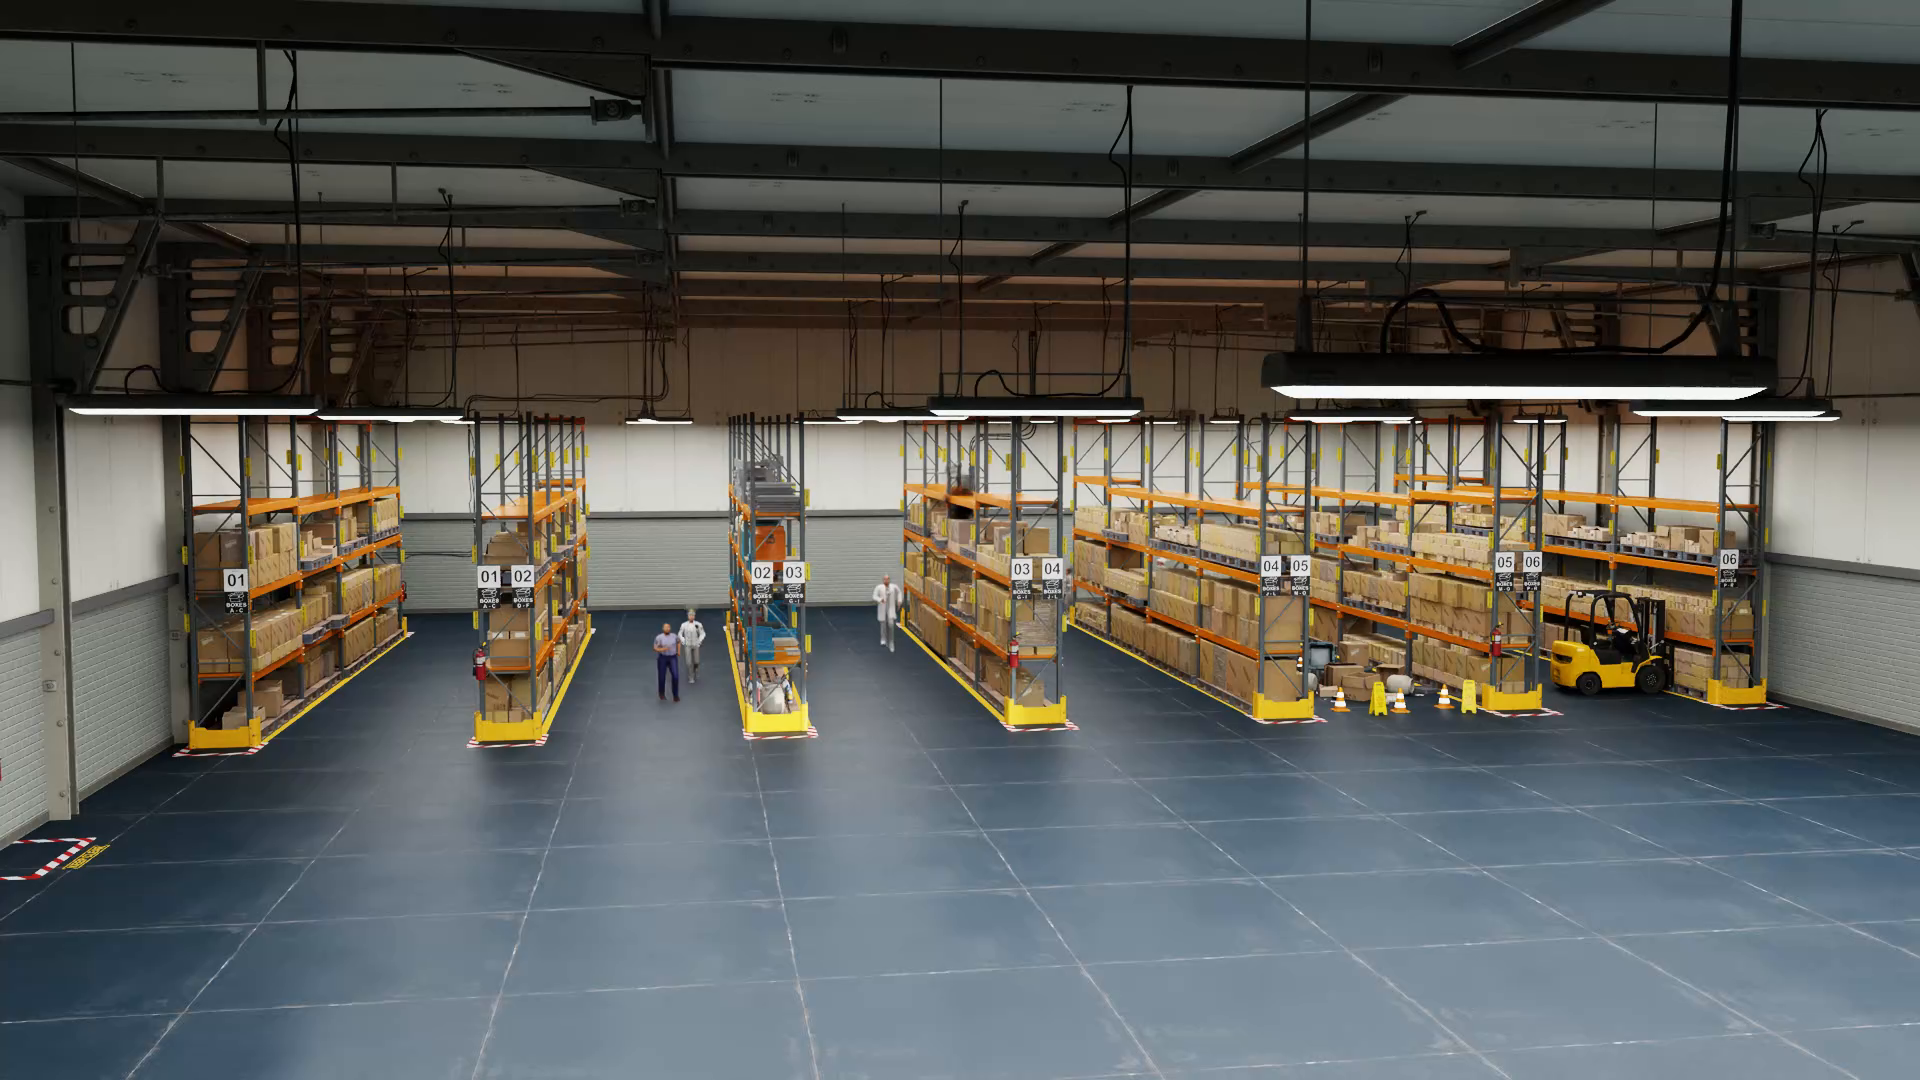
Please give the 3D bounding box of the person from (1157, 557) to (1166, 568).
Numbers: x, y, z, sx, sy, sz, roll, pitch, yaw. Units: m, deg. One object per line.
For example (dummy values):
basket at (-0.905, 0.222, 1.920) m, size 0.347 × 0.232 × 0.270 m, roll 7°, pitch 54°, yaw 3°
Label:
person at (6.121, 1.433, 50.324) m, size 0.778 × 1.843 × 0.627 m, roll 0°, pitch 4°, yaw -4°

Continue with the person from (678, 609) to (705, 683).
person at (-6.003, 2.367, 37.207) m, size 0.612 × 1.648 × 0.533 m, roll -1°, pitch 4°, yaw -10°

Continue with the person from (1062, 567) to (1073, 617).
person at (3.215, 1.567, 49.703) m, size 0.620 × 1.552 × 0.575 m, roll -3°, pitch 5°, yaw -35°

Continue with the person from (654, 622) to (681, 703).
person at (-6.080, 2.558, 34.616) m, size 0.598 × 1.703 × 0.732 m, roll -1°, pitch 4°, yaw -18°

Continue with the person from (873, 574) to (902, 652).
person at (-1.788, 1.801, 41.013) m, size 0.740 × 1.910 × 0.793 m, roll 0°, pitch 4°, yaw -7°
